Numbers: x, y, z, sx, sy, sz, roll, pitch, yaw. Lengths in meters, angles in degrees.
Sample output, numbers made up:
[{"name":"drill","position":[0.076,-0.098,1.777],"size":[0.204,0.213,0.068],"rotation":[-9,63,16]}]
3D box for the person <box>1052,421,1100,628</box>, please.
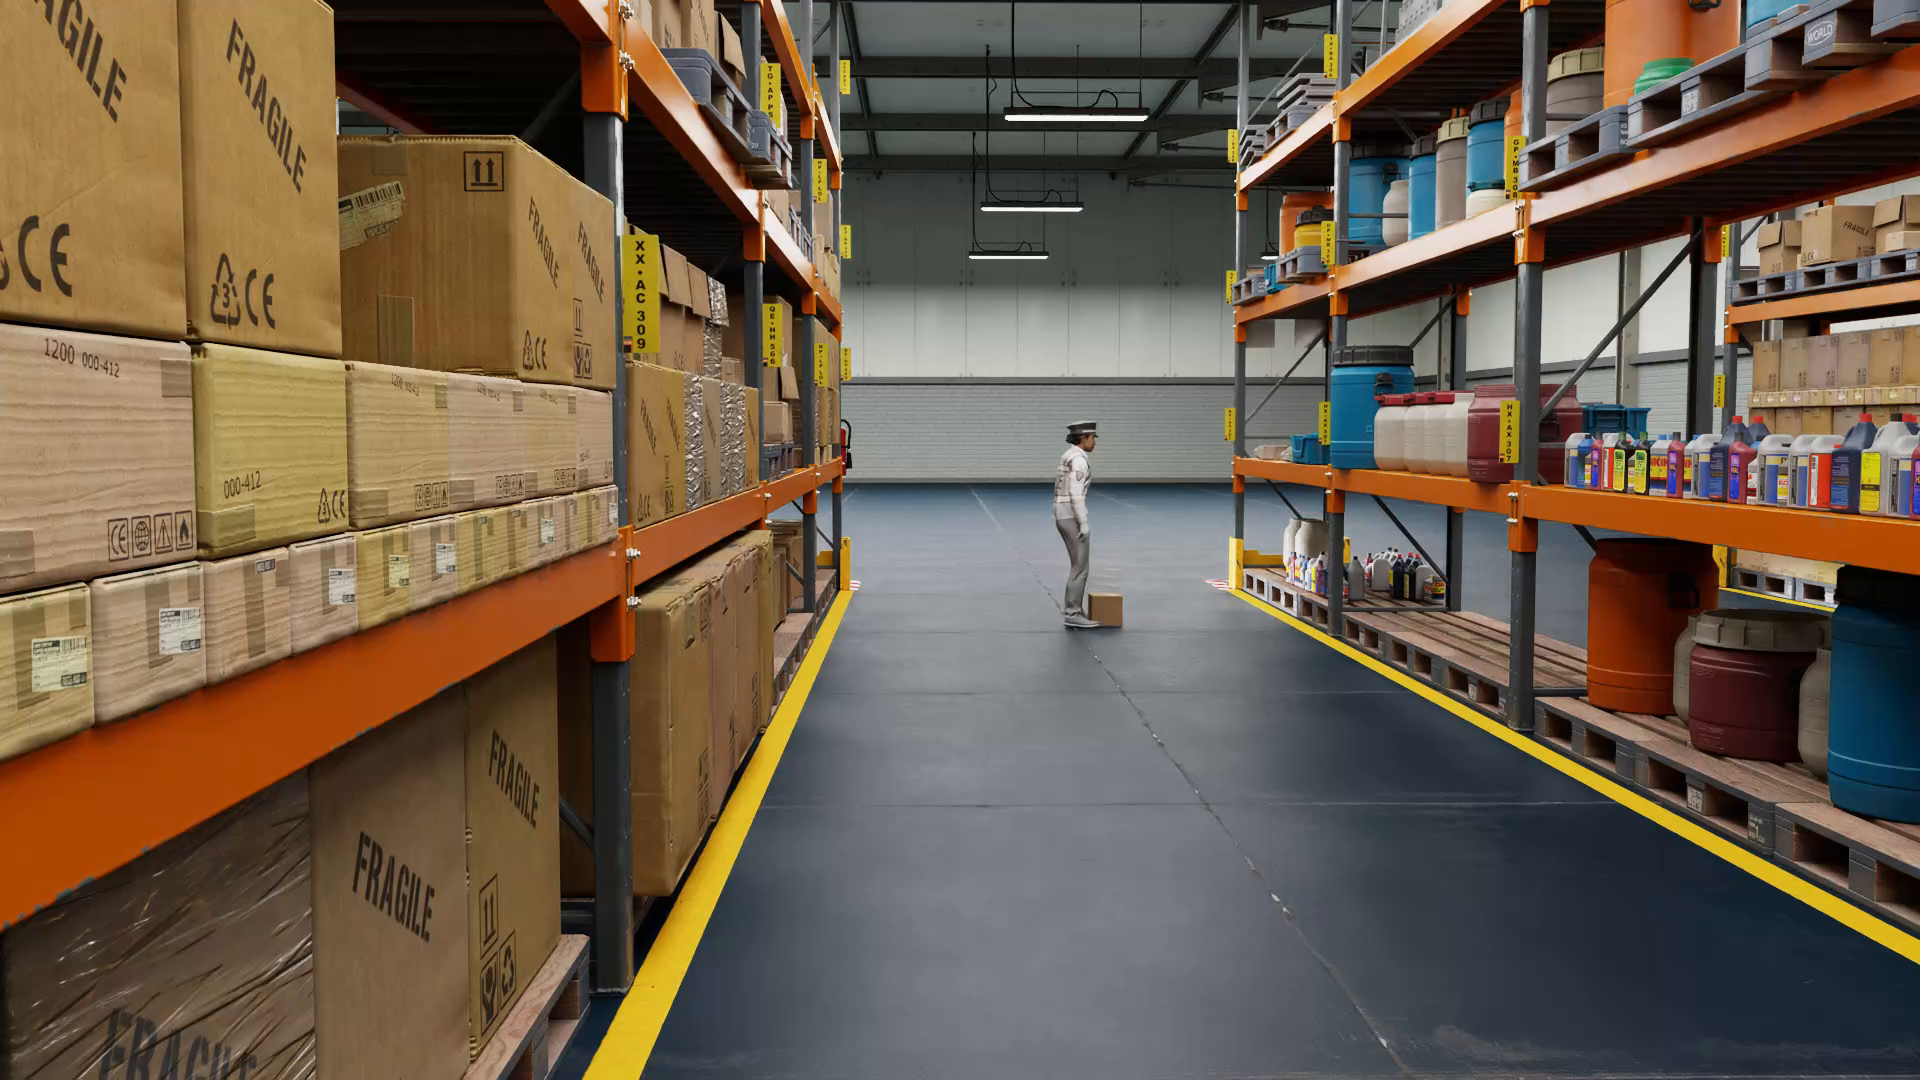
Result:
[{"name":"person","position":[0.961,-0.136,13.498],"size":[0.415,1.661,0.540],"rotation":[0,4,-5]}]
